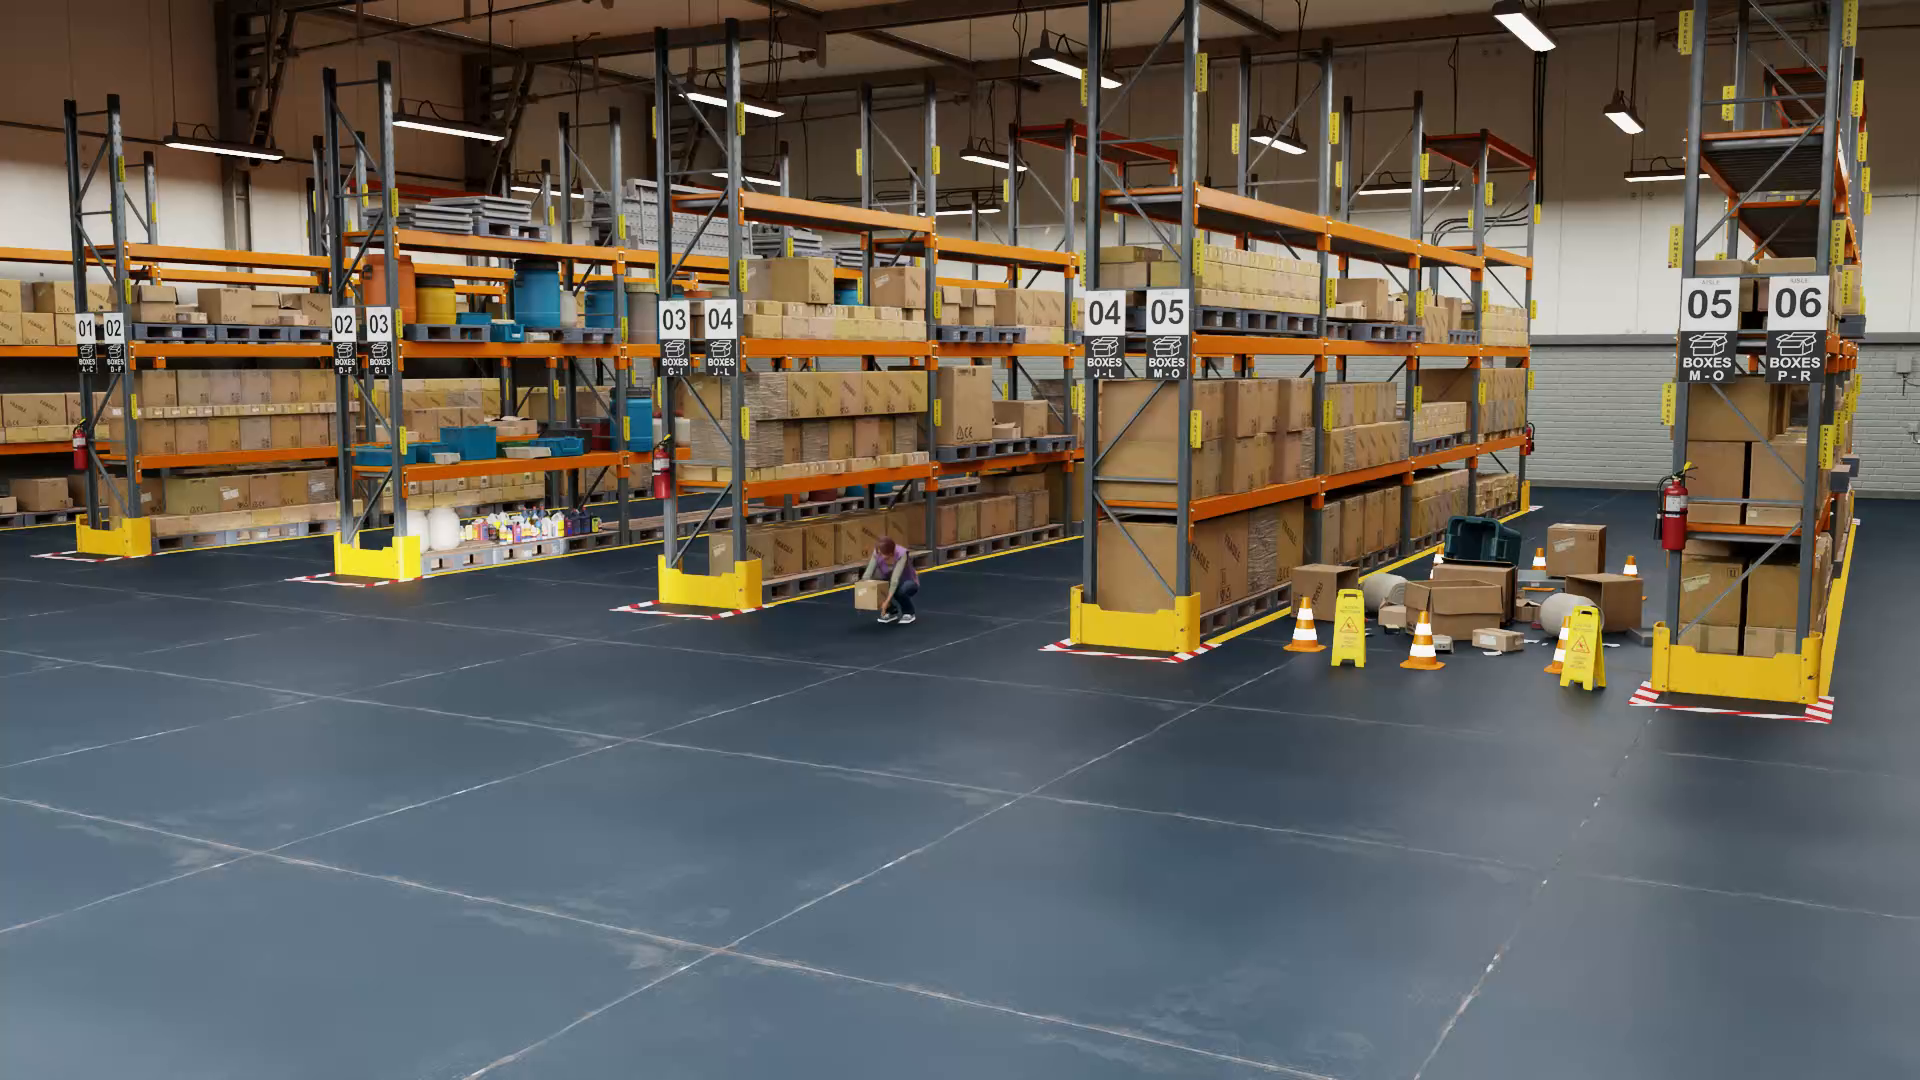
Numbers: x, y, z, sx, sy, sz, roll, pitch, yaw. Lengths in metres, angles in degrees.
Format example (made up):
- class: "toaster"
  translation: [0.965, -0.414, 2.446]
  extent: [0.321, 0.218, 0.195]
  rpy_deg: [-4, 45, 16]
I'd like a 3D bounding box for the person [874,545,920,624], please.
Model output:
- class: "person"
  translation: [-0.608, 0.420, 16.450]
  extent: [0.394, 0.796, 0.535]
  rpy_deg: [3, 7, 28]
